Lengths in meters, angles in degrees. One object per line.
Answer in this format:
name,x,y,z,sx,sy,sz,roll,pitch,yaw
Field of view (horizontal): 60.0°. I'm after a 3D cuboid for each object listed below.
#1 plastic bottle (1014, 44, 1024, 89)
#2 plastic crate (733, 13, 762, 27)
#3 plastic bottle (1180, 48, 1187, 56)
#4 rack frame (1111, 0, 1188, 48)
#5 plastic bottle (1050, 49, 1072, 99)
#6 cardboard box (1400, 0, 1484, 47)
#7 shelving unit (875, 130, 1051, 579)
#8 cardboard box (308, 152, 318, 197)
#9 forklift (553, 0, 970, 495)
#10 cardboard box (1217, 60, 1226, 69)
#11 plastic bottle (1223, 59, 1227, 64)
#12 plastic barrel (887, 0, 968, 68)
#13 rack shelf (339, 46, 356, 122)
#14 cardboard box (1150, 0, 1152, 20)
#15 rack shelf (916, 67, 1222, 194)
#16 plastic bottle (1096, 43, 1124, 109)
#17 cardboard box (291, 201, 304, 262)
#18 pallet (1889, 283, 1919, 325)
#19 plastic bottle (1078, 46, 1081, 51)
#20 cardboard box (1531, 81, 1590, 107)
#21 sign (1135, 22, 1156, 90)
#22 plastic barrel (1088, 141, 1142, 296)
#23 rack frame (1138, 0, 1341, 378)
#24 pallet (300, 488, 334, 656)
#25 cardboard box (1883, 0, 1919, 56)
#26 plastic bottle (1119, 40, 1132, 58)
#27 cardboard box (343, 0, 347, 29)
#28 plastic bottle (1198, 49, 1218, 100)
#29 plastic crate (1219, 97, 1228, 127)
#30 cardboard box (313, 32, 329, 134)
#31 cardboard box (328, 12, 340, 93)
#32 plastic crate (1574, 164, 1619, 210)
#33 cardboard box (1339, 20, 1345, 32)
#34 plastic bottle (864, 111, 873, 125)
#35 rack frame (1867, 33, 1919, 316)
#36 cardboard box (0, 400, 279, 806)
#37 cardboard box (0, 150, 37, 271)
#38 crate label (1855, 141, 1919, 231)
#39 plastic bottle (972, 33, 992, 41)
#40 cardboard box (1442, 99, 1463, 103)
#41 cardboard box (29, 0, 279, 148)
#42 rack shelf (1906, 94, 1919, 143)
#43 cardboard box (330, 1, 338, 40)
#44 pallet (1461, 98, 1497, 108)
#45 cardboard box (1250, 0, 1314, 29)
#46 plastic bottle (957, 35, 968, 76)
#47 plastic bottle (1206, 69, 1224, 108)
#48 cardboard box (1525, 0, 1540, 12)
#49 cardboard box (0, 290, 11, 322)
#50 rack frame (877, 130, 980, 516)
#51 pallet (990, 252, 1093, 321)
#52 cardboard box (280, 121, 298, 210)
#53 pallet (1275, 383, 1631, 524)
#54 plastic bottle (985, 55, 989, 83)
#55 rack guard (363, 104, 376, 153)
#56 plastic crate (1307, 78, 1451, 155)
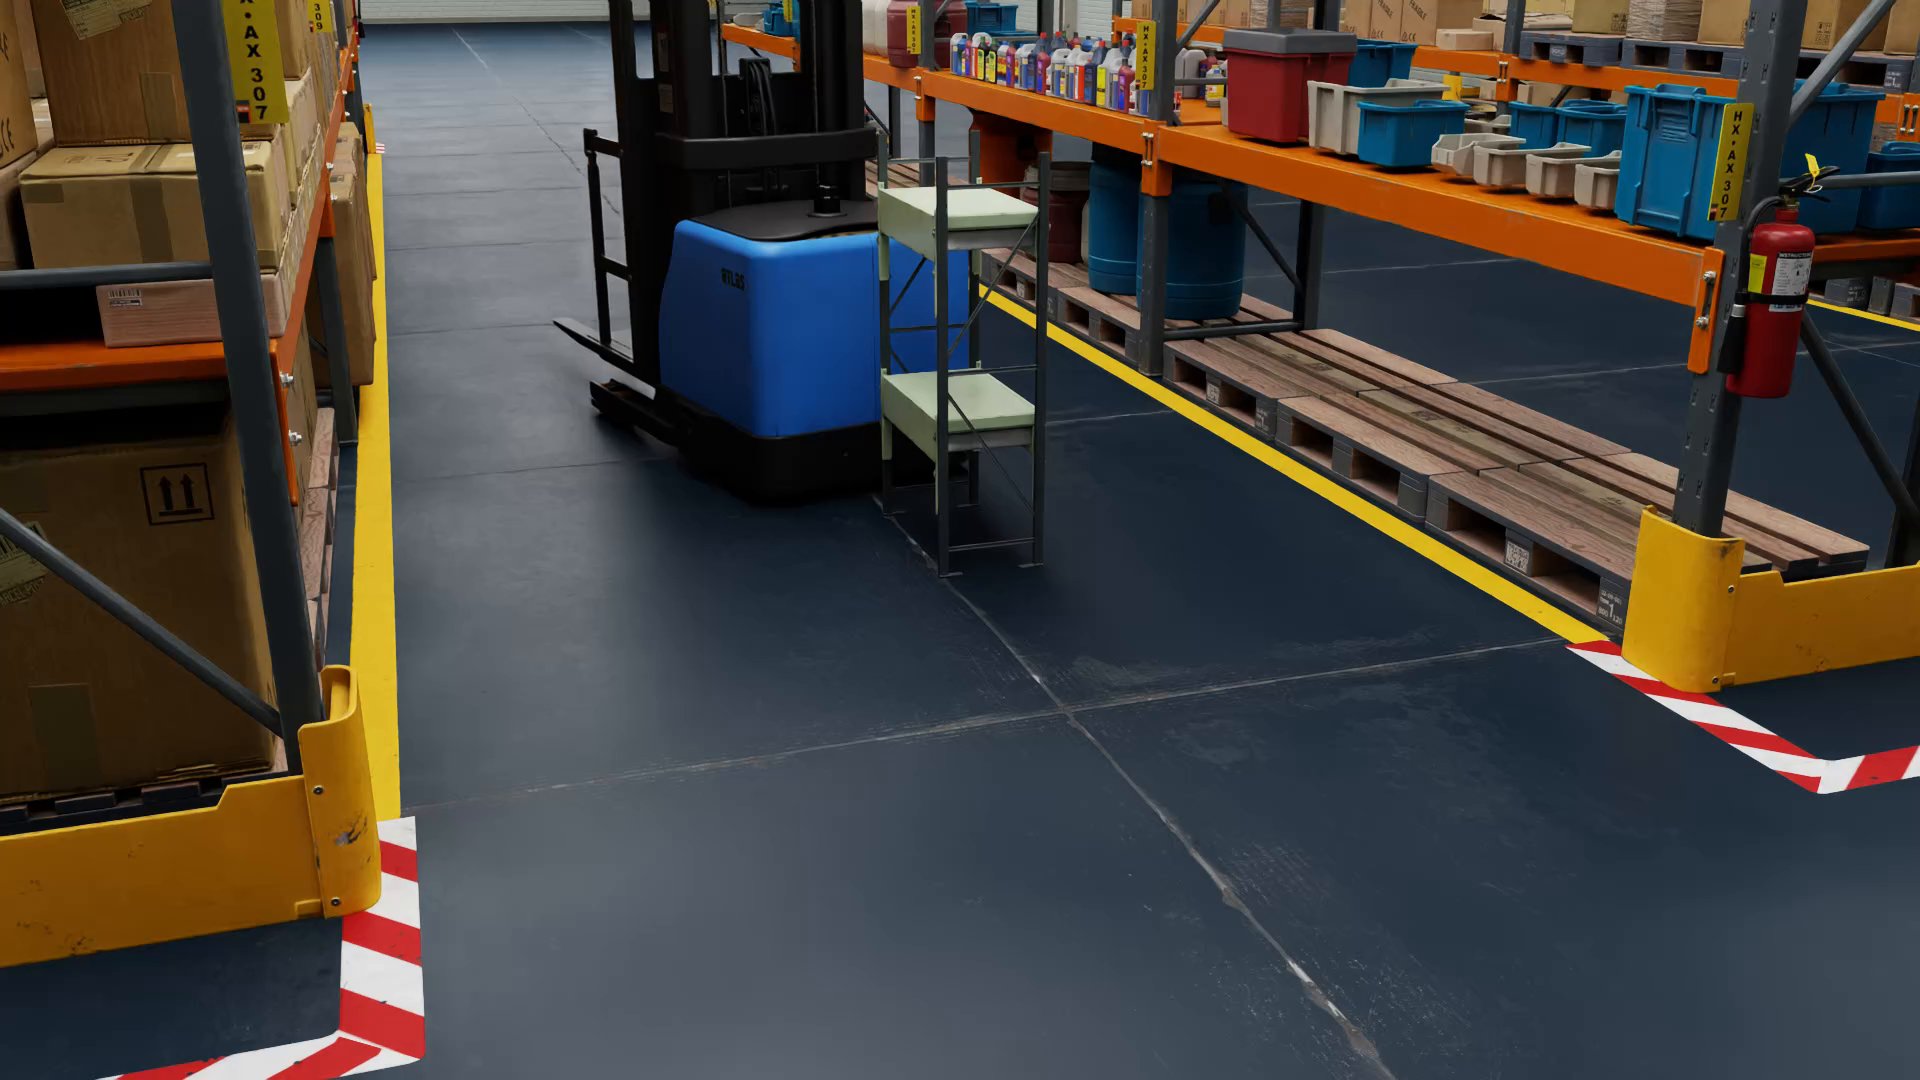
plastic bottle,0.392,-2.980,10.466,0.097,0.271,0.097,0,20,0
plastic crate,-2.349,-5.746,18.368,0.298,0.136,0.250,-6,21,-17
plastic bottle,1.299,-2.843,10.078,0.152,0.276,0.135,-6,21,-17
rack frame,2.379,-6.717,20.680,1.000,3.000,0.127,-6,21,-17
plastic bottle,0.628,-2.771,9.879,0.152,0.276,0.135,-6,21,-17
cardboard box,4.350,-4.733,15.010,0.500,0.500,0.500,-8,21,-20
shelving unit,-0.002,-0.708,6.169,0.431,1.500,0.755,-6,21,-17
cardboard box,-2.524,-1.303,5.979,0.380,0.149,0.250,-6,21,-16
forklift,-1.144,-2.005,7.664,1.130,2.935,3.031,-12,23,-30
cardboard box,3.137,-4.977,18.173,0.500,0.500,0.500,-6,21,-17
plastic bottle,1.538,-2.627,9.483,0.097,0.271,0.097,0,20,0
plastic barrel,-0.244,-3.805,12.372,0.600,0.536,0.708,-6,21,-17
rack shelf,-5.141,-3.402,12.514,1.077,0.370,4.000,-6,21,-17
cardboard box,2.683,-6.445,19.774,0.700,0.500,0.500,-6,21,-16
rack shelf,0.818,-2.644,10.405,1.077,0.370,4.000,-6,21,-17
plastic bottle,0.848,-2.578,9.229,0.144,0.351,0.185,-6,21,-17
cardboard box,-2.121,-0.891,4.833,0.380,0.149,0.250,-7,21,-18
pallet,6.366,-1.333,9.816,1.003,0.211,1.213,-6,21,-17
plastic bottle,0.844,-3.302,11.467,0.097,0.201,0.097,0,20,0
cardboard box,7.575,-5.620,20.672,0.700,0.500,0.500,-8,21,-21
sign,0.924,-2.413,8.289,0.100,0.325,0.005,-6,21,-17
plastic barrel,1.070,-1.955,9.904,0.600,0.901,0.708,-6,21,-17
rack frame,1.447,-2.341,8.497,1.000,3.000,0.127,-6,21,-17
pallet,-2.703,0.142,5.709,1.003,0.211,1.213,-6,21,-17
cardboard box,6.214,-3.287,10.360,0.700,0.500,0.500,-15,24,-35
plastic bottle,0.926,-2.653,9.437,0.144,0.351,0.185,-6,21,-17
cardboard box,-5.852,-4.720,14.532,0.875,0.500,0.500,-6,21,-17
plastic bottle,1.458,-2.734,9.764,0.061,0.283,0.133,-6,21,-17
plastic crate,1.458,-2.081,8.073,0.396,0.136,0.243,-6,21,-17
cardboard box,-3.321,-2.197,7.949,0.500,0.500,0.500,-6,21,-17
cardboard box,-4.122,-3.013,10.221,0.500,0.500,0.500,-6,21,-16
plastic crate,2.276,-1.204,5.632,0.396,0.136,0.243,-6,21,-17
cardboard box,3.721,-5.009,16.296,0.380,0.149,0.250,-6,21,-17
plastic bottle,-0.927,-4.172,16.862,0.144,0.351,0.185,-6,21,-16
rack frame,6.151,-2.866,9.959,1.000,3.000,0.127,-6,21,-17
cardboard box,-2.275,0.074,4.294,0.875,0.875,0.875,-6,21,-17
cardboard box,-2.402,-0.728,3.787,0.500,0.250,0.500,-7,21,-18
crate label,2.939,-1.121,5.259,0.416,0.233,0.303,-6,21,-17
plastic bottle,0.163,-3.409,11.654,0.152,0.276,0.135,-6,21,-17
cardboard box,4.514,-4.013,15.768,0.500,0.311,0.500,-7,21,-18
cardboard box,-2.049,-1.297,4.262,0.500,0.500,0.500,-7,21,-19
rack shelf,6.779,-1.886,8.293,1.077,0.370,4.000,-6,21,-17
cardboard box,-4.821,-3.788,12.125,0.500,0.250,0.500,-7,21,-19
pallet,7.326,-5.643,21.816,1.003,0.211,1.213,-6,21,-17
cardboard box,3.491,-5.622,17.484,0.700,0.500,0.500,-7,21,-19
plastic bottle,0.029,-3.351,11.498,0.097,0.271,0.097,0,20,0
plastic bottle,1.436,-2.535,9.330,0.097,0.201,0.097,0,20,0
cardboard box,7.264,-6.664,20.724,0.500,0.250,0.500,-7,21,-18
cardboard box,-2.505,-0.575,3.953,0.380,0.149,0.250,-6,21,-17
rack frame,-0.117,-0.825,6.496,0.400,1.500,0.023,-6,21,-17
pallet,0.857,-1.673,10.762,1.003,0.211,1.213,-6,21,-17
cardboard box,-2.216,-1.111,4.854,0.500,0.250,0.500,-7,21,-19
pallet,2.102,-0.405,7.231,1.003,0.211,1.213,-6,21,-17
plastic bottle,0.217,-3.127,10.978,0.097,0.201,0.097,0,20,0
rack guard,-7.003,-4.465,18.107,1.175,0.500,0.348,-6,21,-17
plastic crate,1.752,-1.804,7.088,0.437,0.282,0.530,-6,21,-17
